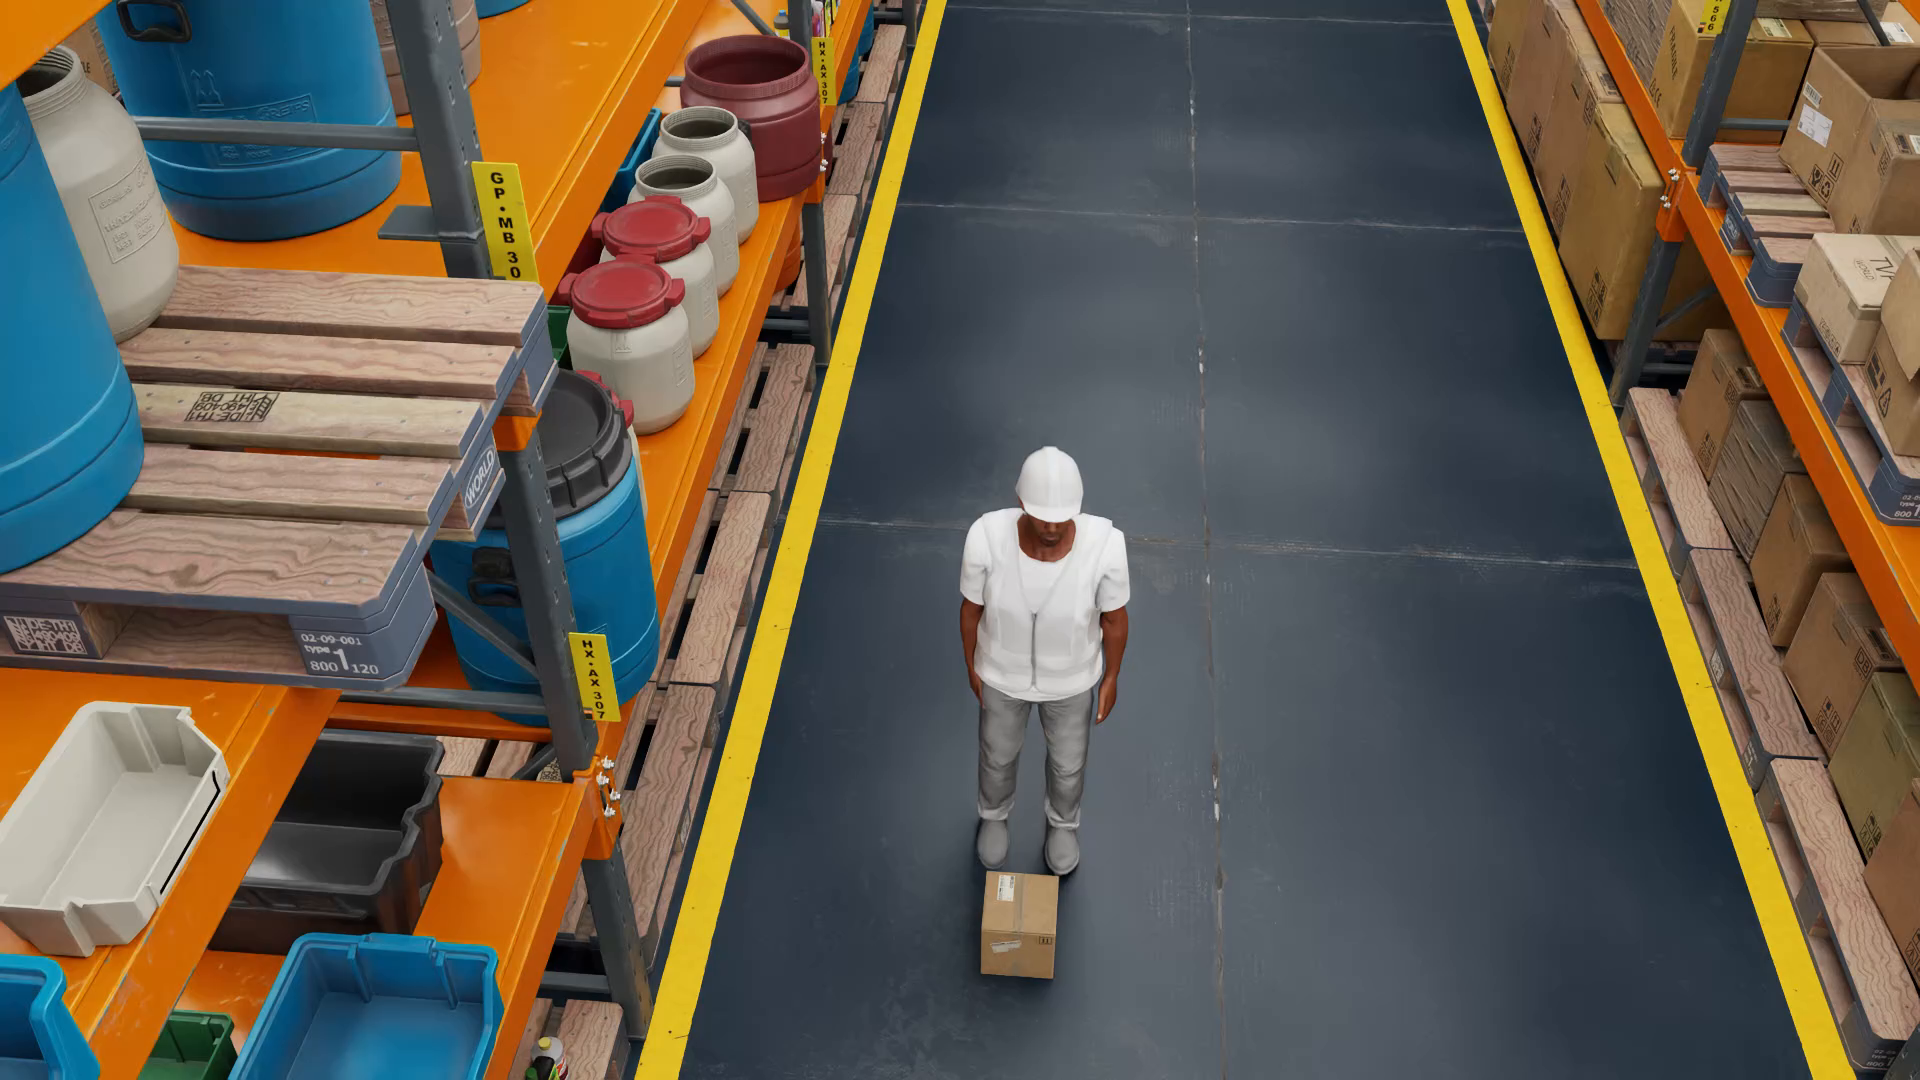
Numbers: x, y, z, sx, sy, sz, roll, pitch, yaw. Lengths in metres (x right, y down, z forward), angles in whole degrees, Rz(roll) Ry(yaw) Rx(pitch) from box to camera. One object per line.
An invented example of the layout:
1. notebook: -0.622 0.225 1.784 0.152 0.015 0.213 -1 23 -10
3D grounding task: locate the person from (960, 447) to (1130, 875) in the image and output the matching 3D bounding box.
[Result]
1. person: 0.274 0.441 5.625 0.563 1.776 0.360 4 40 5
